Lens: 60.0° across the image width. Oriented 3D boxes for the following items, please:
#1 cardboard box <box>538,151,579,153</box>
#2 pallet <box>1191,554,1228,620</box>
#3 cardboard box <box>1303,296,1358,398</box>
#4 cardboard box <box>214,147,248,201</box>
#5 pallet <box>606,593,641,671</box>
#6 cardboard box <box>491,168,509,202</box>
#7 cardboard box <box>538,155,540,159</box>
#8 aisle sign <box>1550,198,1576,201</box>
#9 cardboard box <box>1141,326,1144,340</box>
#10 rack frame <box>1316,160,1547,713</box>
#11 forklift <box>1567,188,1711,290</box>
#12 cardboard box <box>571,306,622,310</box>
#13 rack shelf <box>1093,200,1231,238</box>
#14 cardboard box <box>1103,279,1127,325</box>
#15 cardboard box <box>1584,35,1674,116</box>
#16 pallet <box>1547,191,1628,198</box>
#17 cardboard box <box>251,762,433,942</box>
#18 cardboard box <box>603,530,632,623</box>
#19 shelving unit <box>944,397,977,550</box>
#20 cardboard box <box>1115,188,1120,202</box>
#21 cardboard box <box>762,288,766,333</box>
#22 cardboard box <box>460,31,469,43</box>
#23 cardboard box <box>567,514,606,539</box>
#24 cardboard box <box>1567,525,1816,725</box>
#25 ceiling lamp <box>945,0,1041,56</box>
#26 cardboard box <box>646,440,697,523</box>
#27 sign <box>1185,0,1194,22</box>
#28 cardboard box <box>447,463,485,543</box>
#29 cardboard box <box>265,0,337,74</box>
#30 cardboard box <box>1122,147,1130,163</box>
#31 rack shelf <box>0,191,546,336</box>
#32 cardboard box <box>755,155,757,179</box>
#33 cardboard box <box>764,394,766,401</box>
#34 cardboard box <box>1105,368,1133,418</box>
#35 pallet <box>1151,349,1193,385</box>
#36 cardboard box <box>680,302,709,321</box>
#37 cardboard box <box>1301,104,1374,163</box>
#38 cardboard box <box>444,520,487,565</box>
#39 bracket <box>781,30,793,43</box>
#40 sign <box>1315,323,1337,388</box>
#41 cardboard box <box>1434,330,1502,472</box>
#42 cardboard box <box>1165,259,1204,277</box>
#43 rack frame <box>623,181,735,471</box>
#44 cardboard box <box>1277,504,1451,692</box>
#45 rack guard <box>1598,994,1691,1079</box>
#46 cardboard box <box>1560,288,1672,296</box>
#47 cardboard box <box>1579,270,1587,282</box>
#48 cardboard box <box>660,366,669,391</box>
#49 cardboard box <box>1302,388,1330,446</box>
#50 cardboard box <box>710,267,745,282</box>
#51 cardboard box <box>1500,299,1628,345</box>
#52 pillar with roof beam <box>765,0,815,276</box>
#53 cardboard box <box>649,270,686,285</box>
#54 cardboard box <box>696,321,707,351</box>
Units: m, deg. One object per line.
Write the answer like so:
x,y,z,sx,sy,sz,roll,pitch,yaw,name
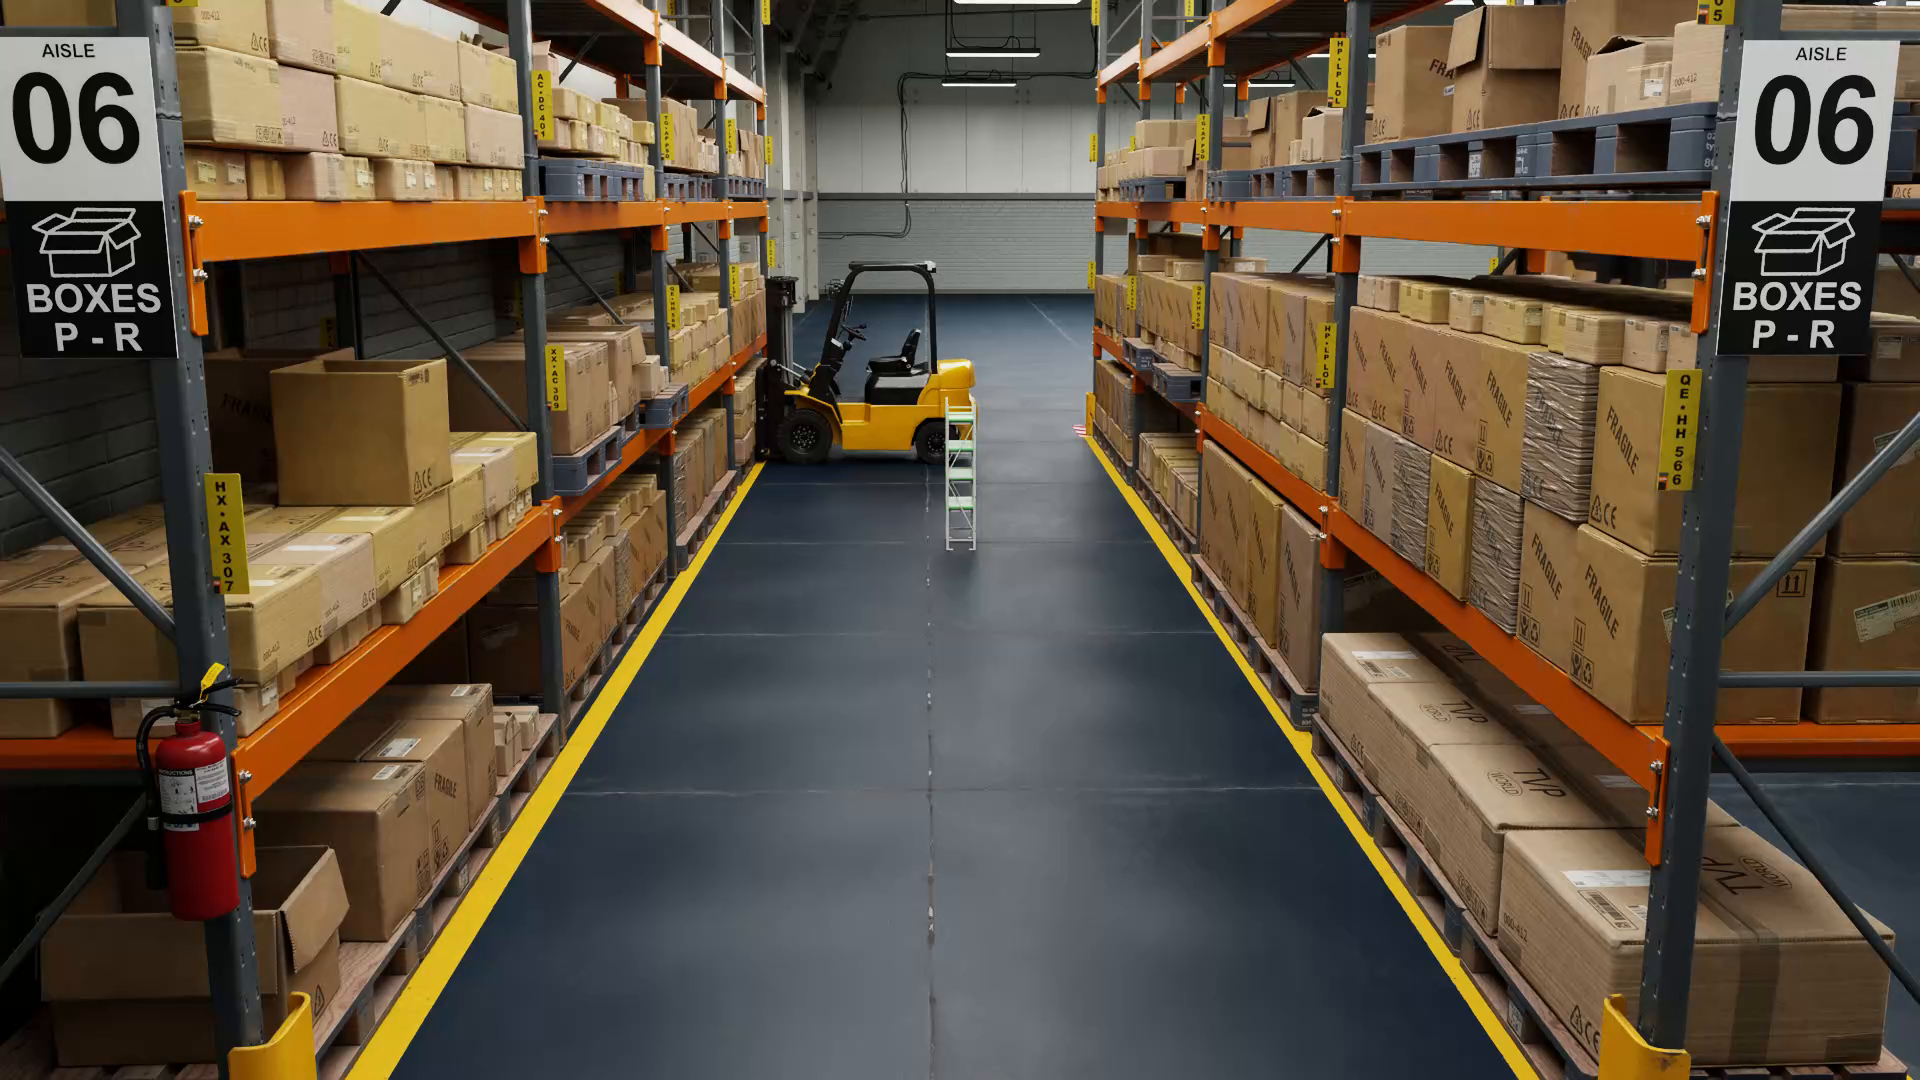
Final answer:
-2.254,-2.148,8.880,0.380,0.149,0.250,0,11,-1,cardboard box
2.249,0.324,11.930,1.003,0.211,1.213,0,11,-1,pallet
2.130,-1.031,8.831,0.500,0.500,0.500,0,11,1,cardboard box
-2.295,-1.051,4.784,0.380,0.149,0.250,0,11,0,cardboard box
-2.655,0.579,10.675,1.003,0.211,1.213,0,11,-1,pallet
-2.267,-1.611,7.544,0.380,0.149,0.250,0,11,-1,cardboard box
-2.943,-2.545,10.889,0.380,0.149,0.250,0,11,-2,cardboard box
7.388,-4.120,20.282,0.394,0.787,0.004,0,11,-1,aisle sign
1.921,-1.966,15.782,0.380,0.149,0.250,0,11,0,cardboard box
2.391,-0.404,8.508,1.000,3.000,0.127,0,11,-1,rack frame
4.982,-1.067,11.946,1.130,2.935,3.031,0,11,2,forklift
-3.016,-1.862,13.812,0.380,0.149,0.250,0,11,-2,cardboard box
2.184,-3.510,18.079,1.077,0.370,4.000,0,11,-1,rack shelf
1.901,-2.685,18.750,0.500,0.500,0.500,0,11,-2,cardboard box
2.492,-1.588,5.715,0.500,0.311,0.500,0,11,0,cardboard box
7.143,-3.866,18.250,1.003,0.211,1.213,0,11,-1,pallet
-2.386,1.139,6.131,0.700,0.500,0.500,0,11,1,cardboard box
-2.388,0.231,10.608,0.500,0.500,0.500,-1,11,-3,cardboard box
0.003,-0.555,13.778,0.258,1.200,0.503,0,11,-1,shelving unit
1.902,-3.760,18.137,0.380,0.149,0.250,-1,11,-3,cardboard box
-2.547,-2.721,19.675,0.500,0.500,0.500,0,11,-2,cardboard box
-2.647,-2.394,8.306,0.396,0.266,0.258,0,11,-2,cardboard box
-2.438,-0.067,10.445,0.380,0.149,0.250,0,11,-1,cardboard box
2.199,0.247,5.046,0.500,0.500,0.500,0,11,-1,cardboard box
0.690,-11.831,35.063,2.000,3.185,0.800,0,11,-1,ceiling lamp
-2.675,-0.474,13.769,0.875,0.625,0.625,0,11,1,cardboard box
2.698,-6.263,19.552,0.100,0.325,0.005,0,11,-1,sign
-2.295,-0.157,6.915,0.500,0.250,0.500,0,11,-2,cardboard box
-2.239,-1.566,5.060,0.500,0.250,0.500,0,11,-2,cardboard box
1.866,-3.949,17.062,0.380,0.149,0.250,0,11,1,cardboard box
-2.531,-1.103,6.217,1.077,0.370,4.000,0,11,-1,rack shelf
-2.494,-4.214,18.771,0.396,0.266,0.258,0,11,-1,cardboard box
-2.466,-1.574,18.876,0.500,0.250,0.500,0,11,-2,cardboard box
1.901,-1.646,18.600,0.500,0.500,0.500,0,11,0,cardboard box
2.226,-1.499,14.385,1.003,0.211,1.213,0,11,-1,pallet
-2.369,-1.967,14.328,0.380,0.149,0.250,-1,11,-3,cardboard box
2.162,-2.211,9.036,0.500,0.311,0.500,0,11,-1,cardboard box
-2.245,0.008,7.105,0.380,0.149,0.250,0,11,-2,cardboard box
-3.715,-10.828,35.744,0.235,0.232,0.430,0,11,-1,bracket
1.848,-0.929,8.380,0.100,0.325,0.005,0,11,-1,sign
2.170,-0.545,6.436,0.500,0.500,0.500,0,11,-2,cardboard box
2.007,-2.403,14.670,0.380,0.149,0.250,0,11,2,cardboard box
-2.737,-1.973,16.242,1.000,3.000,0.127,0,11,-1,rack frame
2.298,0.308,9.283,0.875,0.875,0.875,0,11,1,cardboard box
2.474,1.621,4.813,1.175,0.500,0.348,0,11,-1,rack guard
2.678,-0.947,6.785,0.380,0.149,0.250,0,11,-2,cardboard box
7.198,-2.928,17.854,0.875,0.550,0.550,0,11,-1,cardboard box
-2.257,-1.132,11.670,0.380,0.149,0.250,0,11,0,cardboard box
2.138,-0.662,8.900,0.500,0.250,0.500,0,11,-1,cardboard box
-2.564,-2.906,18.208,0.380,0.149,0.250,0,11,0,cardboard box
2.184,-0.790,6.011,0.380,0.149,0.250,0,11,0,cardboard box
0.225,-9.162,36.589,9.100,9.000,0.548,0,11,-1,pillar with roof beam
-3.082,-2.752,17.449,0.380,0.149,0.250,0,11,-2,cardboard box
-2.457,-1.744,14.232,0.500,0.250,0.500,0,11,0,cardboard box
